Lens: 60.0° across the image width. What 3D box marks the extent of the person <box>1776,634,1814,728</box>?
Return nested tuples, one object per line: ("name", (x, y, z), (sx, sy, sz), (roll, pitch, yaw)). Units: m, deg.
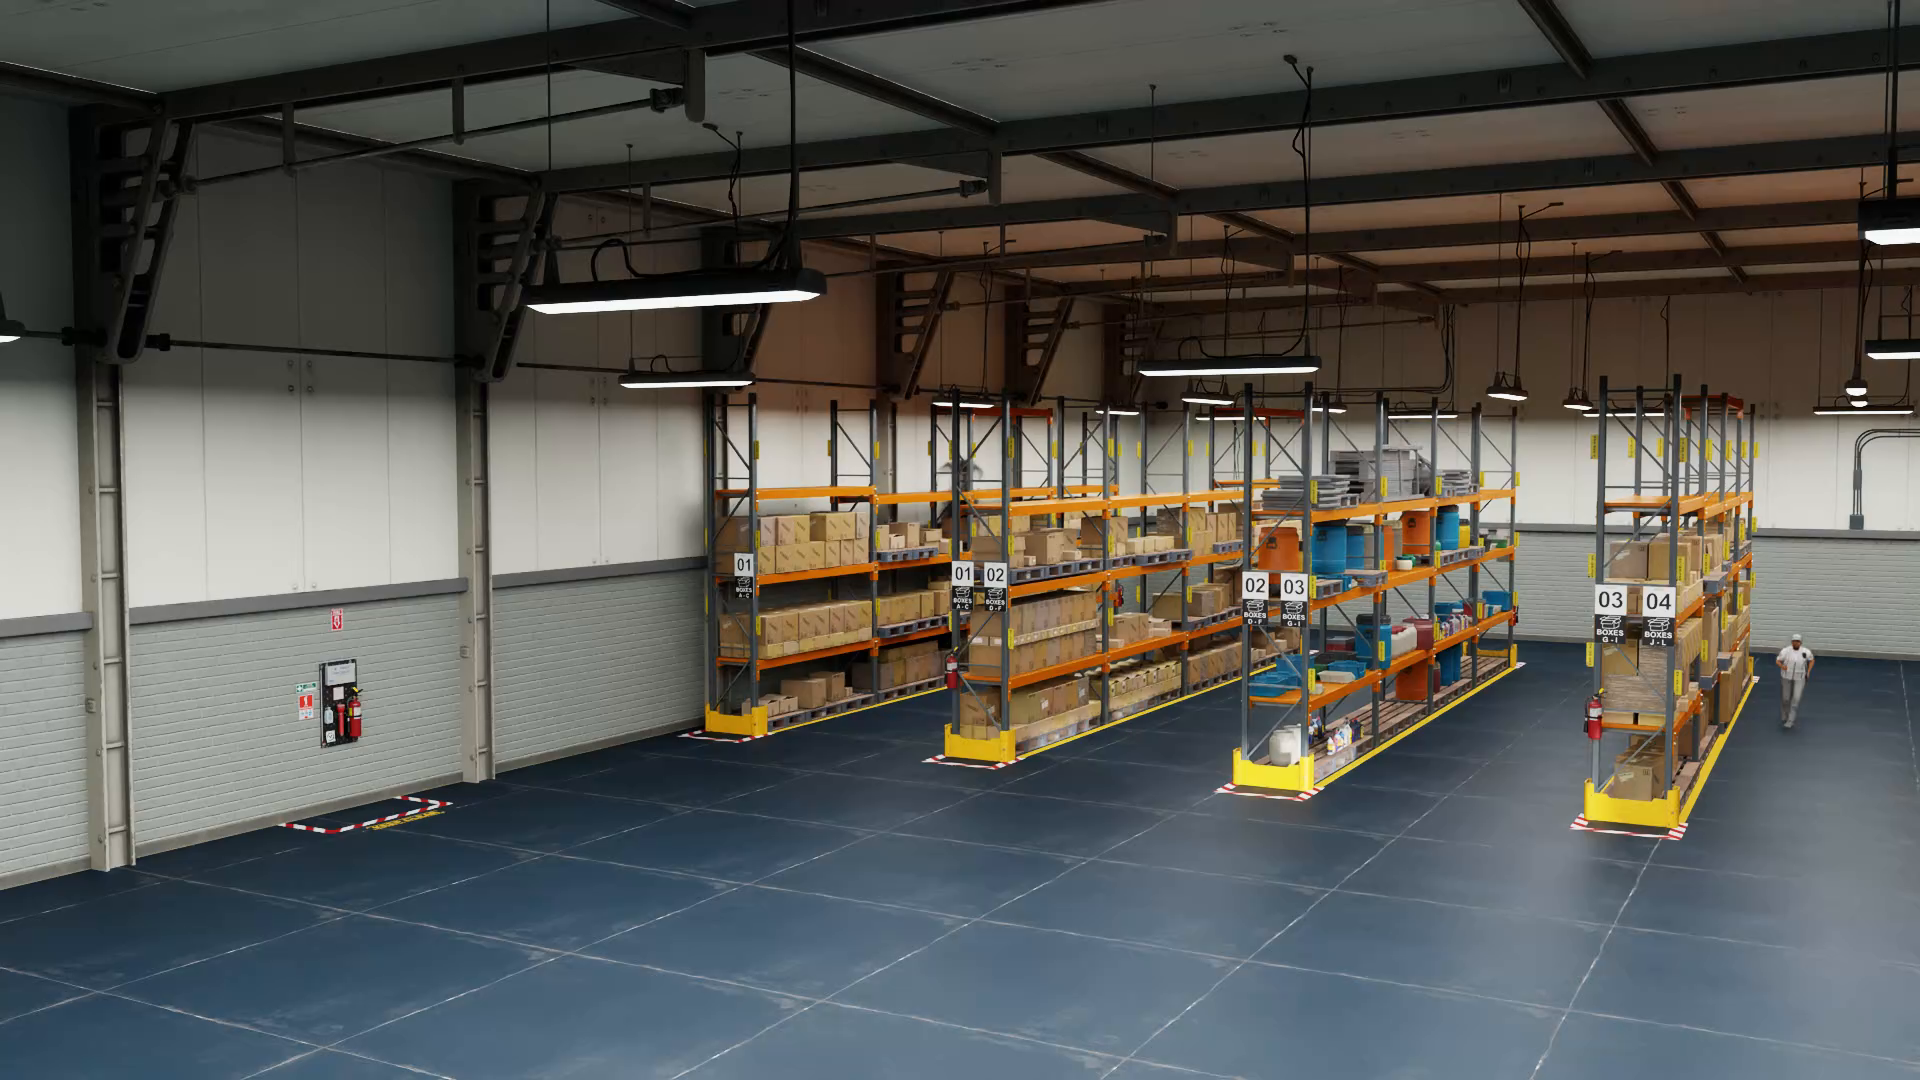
("person", (15.113, 2.525, 30.118), (0.623, 1.656, 0.923), (2, 3, 28))
